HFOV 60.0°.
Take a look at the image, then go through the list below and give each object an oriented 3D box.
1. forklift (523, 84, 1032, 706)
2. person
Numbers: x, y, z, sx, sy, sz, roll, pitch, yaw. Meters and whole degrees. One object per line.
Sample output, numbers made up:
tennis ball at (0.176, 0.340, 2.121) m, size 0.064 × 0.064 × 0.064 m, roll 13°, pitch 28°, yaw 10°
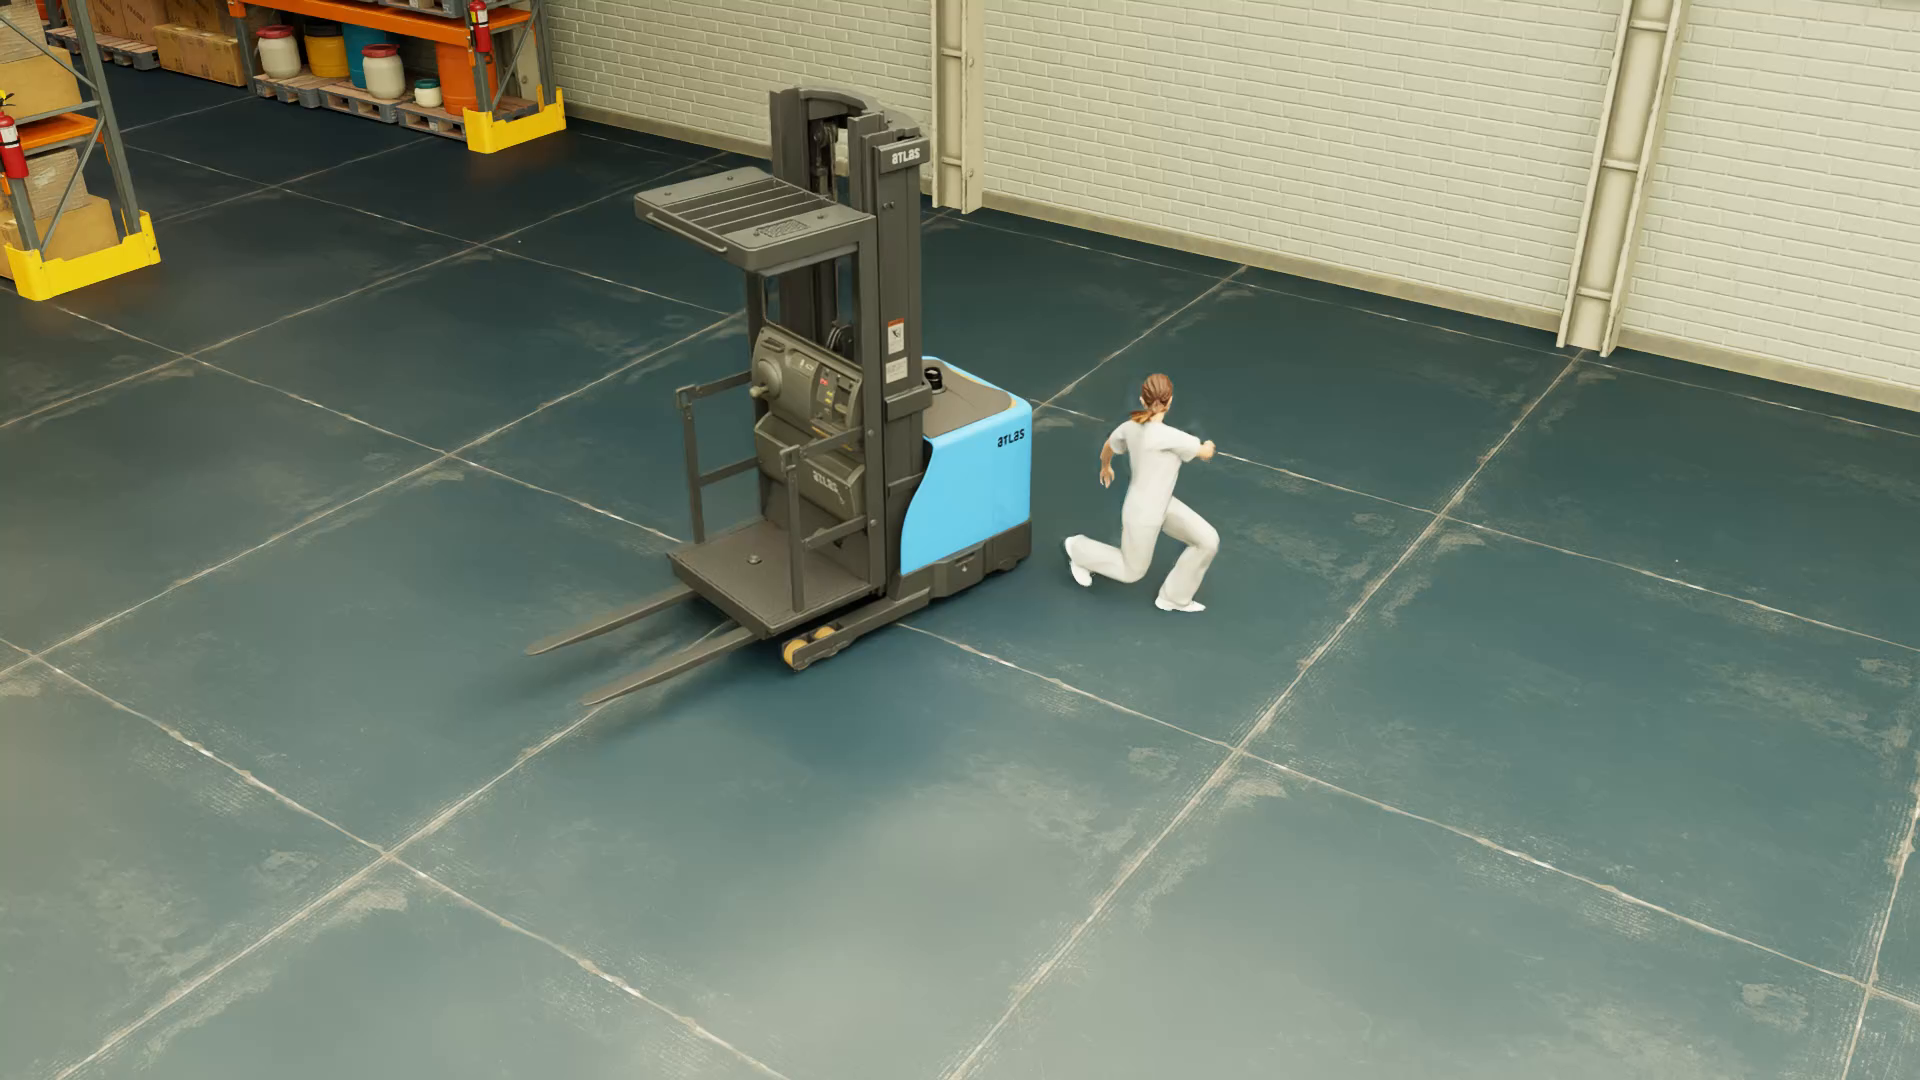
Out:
forklift at (-1.007, -0.843, 9.032) m, size 3.031 × 2.935 × 1.130 m, roll -23°, pitch 37°, yaw -34°
person at (1.067, -0.283, 9.627) m, size 0.919 × 1.446 × 0.608 m, roll 7°, pitch 31°, yaw 12°
